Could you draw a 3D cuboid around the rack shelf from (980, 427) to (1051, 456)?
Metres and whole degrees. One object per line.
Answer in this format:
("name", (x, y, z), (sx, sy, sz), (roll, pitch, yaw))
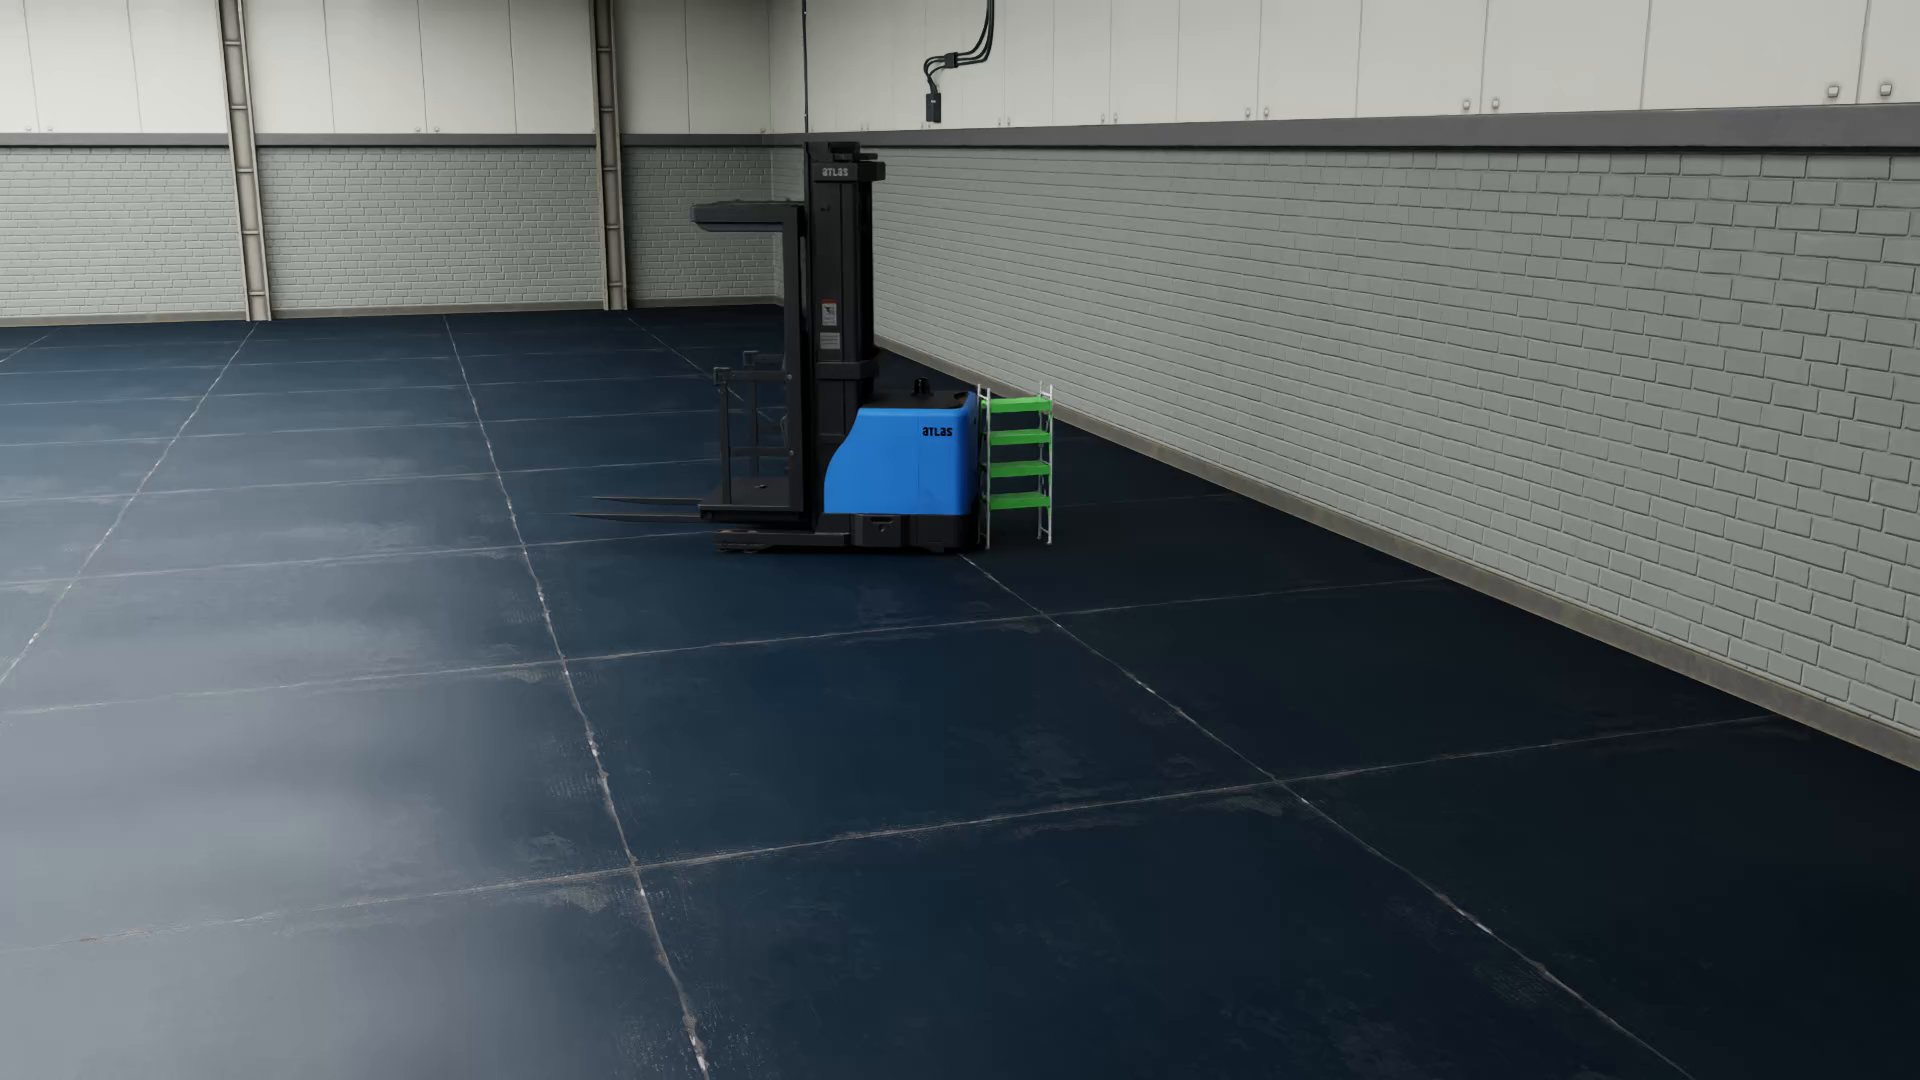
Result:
("rack shelf", (0.407, -0.730, 12.307), (0.480, 0.148, 0.258), (-4, 14, -17))

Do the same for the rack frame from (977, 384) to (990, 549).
("rack frame", (0.175, -0.542, 12.275), (0.015, 1.200, 0.240), (-4, 14, -17))

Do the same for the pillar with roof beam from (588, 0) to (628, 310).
("pillar with roof beam", (-4.891, -7.632, 25.227), (0.400, 9.000, 9.100), (-4, 14, -18))

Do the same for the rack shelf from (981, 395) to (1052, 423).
("rack shelf", (0.407, -0.964, 12.251), (0.480, 0.148, 0.258), (-4, 14, -17))

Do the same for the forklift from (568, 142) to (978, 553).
("forklift", (-1.394, -1.448, 12.343), (3.031, 2.935, 1.130), (1, 13, 5))

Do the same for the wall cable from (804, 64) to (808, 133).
("wall cable", (-3.050, -6.993, 29.251), (0.112, 2.526, 3.097), (-4, 14, -18))

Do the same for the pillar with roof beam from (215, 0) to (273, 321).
("pillar with roof beam", (-10.578, -7.189, 23.366), (0.400, 9.000, 9.100), (-4, 14, -18))

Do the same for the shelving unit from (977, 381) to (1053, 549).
("shelving unit", (0.407, -0.559, 12.347), (0.503, 1.200, 0.258), (-4, 14, -17))

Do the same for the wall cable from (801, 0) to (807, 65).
("wall cable", (-2.187, -8.856, 26.172), (0.112, 2.526, 3.097), (-4, 14, -18))

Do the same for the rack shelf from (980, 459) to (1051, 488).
("rack shelf", (0.407, -0.497, 12.362), (0.480, 0.148, 0.258), (-4, 14, -17))

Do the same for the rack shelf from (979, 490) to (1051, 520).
("rack shelf", (0.407, -0.264, 12.418), (0.480, 0.148, 0.258), (-4, 14, -17))

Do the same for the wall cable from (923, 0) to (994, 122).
("wall cable", (-0.037, -8.074, 19.740), (0.169, 6.003, 2.305), (-4, 14, -18))

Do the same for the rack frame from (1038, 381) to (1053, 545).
("rack frame", (0.640, -0.576, 12.419), (0.015, 1.200, 0.240), (-4, 14, -17))
